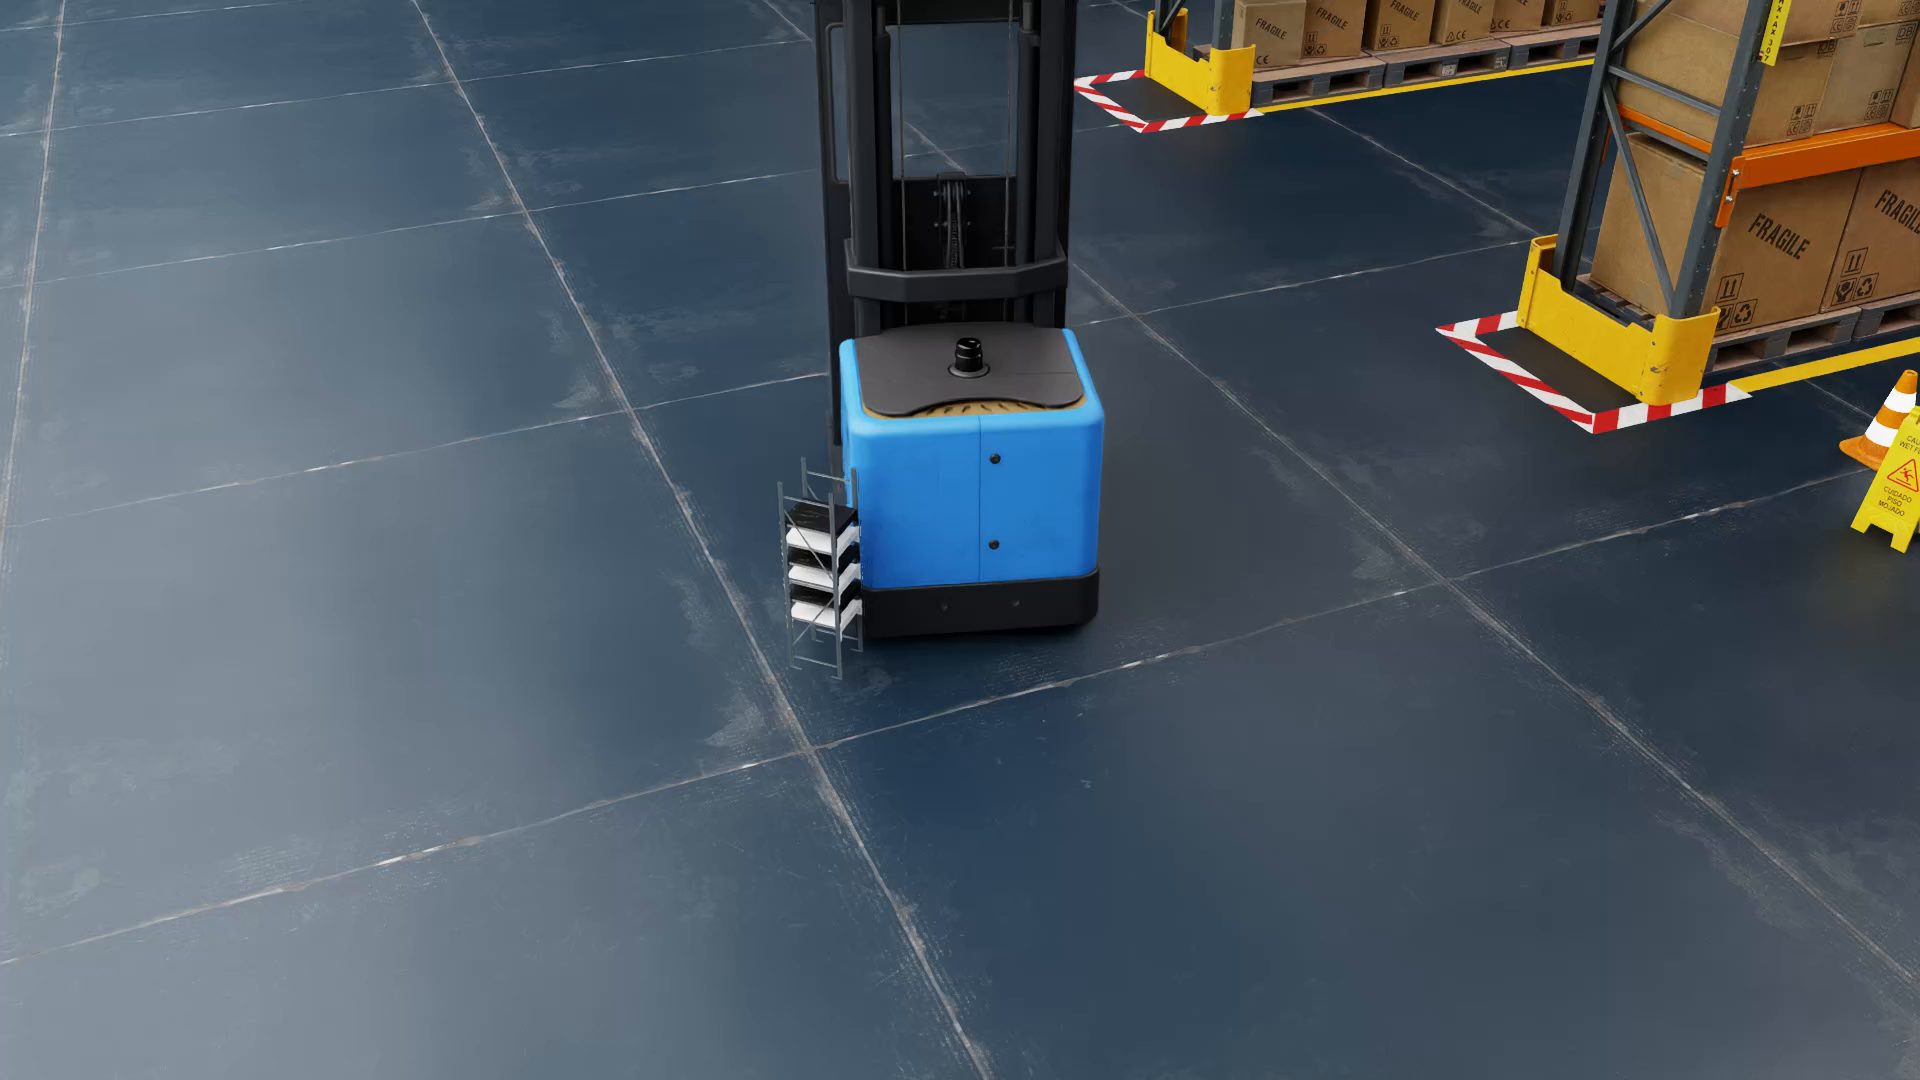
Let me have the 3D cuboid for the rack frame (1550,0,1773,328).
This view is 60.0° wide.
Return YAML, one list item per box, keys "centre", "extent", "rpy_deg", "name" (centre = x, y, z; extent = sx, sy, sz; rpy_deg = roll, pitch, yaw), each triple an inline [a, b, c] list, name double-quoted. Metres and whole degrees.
- centre: [3.630, -2.292, 8.523]
  extent: [0.127, 3.000, 1.000]
  rpy_deg: [-13, 35, -19]
  name: "rack frame"

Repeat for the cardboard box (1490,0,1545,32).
- centre: [4.582, -4.592, 13.963]
  extent: [0.500, 0.500, 0.500]
  rpy_deg: [-2, 33, -4]
  name: "cardboard box"

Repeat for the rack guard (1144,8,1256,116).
- centre: [1.873, -3.776, 13.095]
  extent: [0.348, 0.500, 1.175]
  rpy_deg: [-13, 35, -19]
  name: "rack guard"

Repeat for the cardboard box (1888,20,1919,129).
- centre: [5.018, -2.639, 8.917]
  extent: [0.550, 0.550, 0.875]
  rpy_deg: [-13, 35, -19]
  name: "cardboard box"

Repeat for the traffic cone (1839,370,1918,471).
- centre: [4.670, -0.627, 8.290]
  extent: [0.334, 0.463, 0.336]
  rpy_deg: [-13, 35, -19]
  name: "traffic cone"

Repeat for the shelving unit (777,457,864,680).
- centre: [-0.557, 0.125, 6.733]
  extent: [0.258, 0.900, 0.210]
  rpy_deg: [12, 35, 18]
  name: "shelving unit"

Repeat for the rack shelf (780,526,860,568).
- centre: [-0.557, 0.002, 6.653]
  extent: [0.258, 0.077, 0.200]
  rpy_deg: [12, 35, 18]
  name: "rack shelf"

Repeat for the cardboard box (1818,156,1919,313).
- centre: [5.040, -1.941, 9.546]
  extent: [0.875, 0.875, 0.875]
  rpy_deg: [-13, 35, -20]
  name: "cardboard box"

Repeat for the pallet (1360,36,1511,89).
- centre: [3.759, -4.064, 13.803]
  extent: [1.213, 0.211, 1.003]
  rpy_deg: [-13, 35, -19]
  name: "pallet"

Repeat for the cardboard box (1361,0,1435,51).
- centre: [3.508, -4.326, 13.555]
  extent: [0.500, 0.500, 0.500]
  rpy_deg: [-10, 34, -14]
  name: "cardboard box"

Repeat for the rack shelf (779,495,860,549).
- centre: [-0.557, -0.073, 6.604]
  extent: [0.258, 0.077, 0.200]
  rpy_deg: [12, 35, 18]
  name: "rack shelf"

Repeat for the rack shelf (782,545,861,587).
- centre: [-0.557, 0.078, 6.702]
  extent: [0.258, 0.077, 0.200]
  rpy_deg: [12, 35, 18]
  name: "rack shelf"

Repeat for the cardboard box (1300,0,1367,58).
- centre: [2.923, -4.203, 13.366]
  extent: [0.500, 0.500, 0.500]
  rpy_deg: [-4, 33, -6]
  name: "cardboard box"

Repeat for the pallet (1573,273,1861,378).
- centre: [4.337, -1.332, 9.603]
  extent: [1.213, 0.211, 1.003]
  rpy_deg: [-13, 35, -19]
  name: "pallet"

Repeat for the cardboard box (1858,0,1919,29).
- centre: [4.459, -3.029, 8.528]
  extent: [0.550, 0.550, 0.875]
  rpy_deg: [-13, 35, -19]
  name: "cardboard box"

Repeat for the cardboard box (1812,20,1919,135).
- centre: [4.453, -2.584, 8.833]
  extent: [0.550, 0.550, 0.875]
  rpy_deg: [-13, 35, -19]
  name: "cardboard box"

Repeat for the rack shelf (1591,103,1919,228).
- centre: [5.474, -2.413, 9.368]
  extent: [4.000, 0.370, 1.077]
  rpy_deg: [-13, 35, -19]
  name: "rack shelf"

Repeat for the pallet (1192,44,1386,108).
- centre: [2.636, -3.809, 13.410]
  extent: [1.213, 0.211, 1.003]
  rpy_deg: [-13, 35, -19]
  name: "pallet"

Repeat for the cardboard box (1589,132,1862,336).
- centre: [4.230, -1.754, 9.259]
  extent: [0.875, 0.875, 0.875]
  rpy_deg: [-13, 35, -19]
  name: "cardboard box"

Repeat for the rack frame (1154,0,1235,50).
- centre: [1.803, -4.808, 12.389]
  extent: [0.127, 3.000, 1.000]
  rpy_deg: [-13, 35, -19]
  name: "rack frame"

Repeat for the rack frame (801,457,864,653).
- centre: [-0.519, 0.074, 6.812]
  extent: [0.240, 0.900, 0.006]
  rpy_deg: [12, 35, 18]
  name: "rack frame"

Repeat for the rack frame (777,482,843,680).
- centre: [-0.596, 0.176, 6.654]
  extent: [0.240, 0.900, 0.006]
  rpy_deg: [12, 35, 18]
  name: "rack frame"

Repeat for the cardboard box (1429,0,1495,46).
- centre: [4.040, -4.421, 13.701]
  extent: [0.500, 0.500, 0.500]
  rpy_deg: [-16, 36, -23]
  name: "cardboard box"

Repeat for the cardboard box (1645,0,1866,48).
- centre: [3.987, -2.867, 8.278]
  extent: [0.550, 0.550, 0.875]
  rpy_deg: [-13, 35, -19]
  name: "cardboard box"

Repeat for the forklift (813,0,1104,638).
- centre: [-0.089, -1.604, 7.528]
  extent: [1.130, 2.935, 3.031]
  rpy_deg: [-4, 33, -5]
  name: "forklift"

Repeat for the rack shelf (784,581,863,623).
- centre: [-0.557, 0.228, 6.800]
  extent: [0.258, 0.077, 0.200]
  rpy_deg: [12, 35, 18]
  name: "rack shelf"

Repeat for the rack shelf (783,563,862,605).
- centre: [-0.557, 0.153, 6.751]
  extent: [0.258, 0.077, 0.200]
  rpy_deg: [12, 35, 18]
  name: "rack shelf"

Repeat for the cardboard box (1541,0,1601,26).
- centre: [5.107, -4.716, 14.155]
  extent: [0.500, 0.500, 0.500]
  rpy_deg: [-14, 36, -20]
  name: "cardboard box"

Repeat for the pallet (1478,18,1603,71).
- centre: [4.886, -4.324, 14.202]
  extent: [1.213, 0.211, 1.003]
  rpy_deg: [-13, 35, -19]
  name: "pallet"

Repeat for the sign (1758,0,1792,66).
- centre: [3.839, -2.408, 7.834]
  extent: [0.005, 0.325, 0.100]
  rpy_deg: [-13, 35, -19]
  name: "sign"

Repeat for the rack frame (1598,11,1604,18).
- centre: [5.491, -5.652, 13.687]
  extent: [0.127, 3.000, 1.000]
  rpy_deg: [-13, 35, -19]
  name: "rack frame"

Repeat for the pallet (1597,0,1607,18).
- centre: [6.209, -4.649, 14.701]
  extent: [1.213, 0.211, 1.003]
  rpy_deg: [-13, 35, -19]
  name: "pallet"

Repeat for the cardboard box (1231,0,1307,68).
- centre: [2.385, -4.060, 13.146]
  extent: [0.500, 0.500, 0.500]
  rpy_deg: [-7, 34, -10]
  name: "cardboard box"

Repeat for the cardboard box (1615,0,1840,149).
- centre: [3.955, -2.456, 8.637]
  extent: [0.550, 0.550, 0.875]
  rpy_deg: [-13, 35, -19]
  name: "cardboard box"

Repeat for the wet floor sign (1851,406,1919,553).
- centre: [4.370, -0.304, 7.625]
  extent: [0.232, 0.644, 0.267]
  rpy_deg: [-19, 38, -27]
  name: "wet floor sign"

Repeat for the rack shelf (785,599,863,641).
- centre: [-0.557, 0.304, 6.849]
  extent: [0.258, 0.077, 0.200]
  rpy_deg: [12, 35, 18]
  name: "rack shelf"

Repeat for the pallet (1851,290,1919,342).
- centre: [5.460, -1.587, 9.996]
  extent: [1.213, 0.211, 1.003]
  rpy_deg: [-13, 35, -19]
  name: "pallet"

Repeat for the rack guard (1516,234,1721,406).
- centre: [3.608, -1.240, 9.197]
  extent: [0.348, 0.500, 1.175]
  rpy_deg: [-13, 35, -19]
  name: "rack guard"
